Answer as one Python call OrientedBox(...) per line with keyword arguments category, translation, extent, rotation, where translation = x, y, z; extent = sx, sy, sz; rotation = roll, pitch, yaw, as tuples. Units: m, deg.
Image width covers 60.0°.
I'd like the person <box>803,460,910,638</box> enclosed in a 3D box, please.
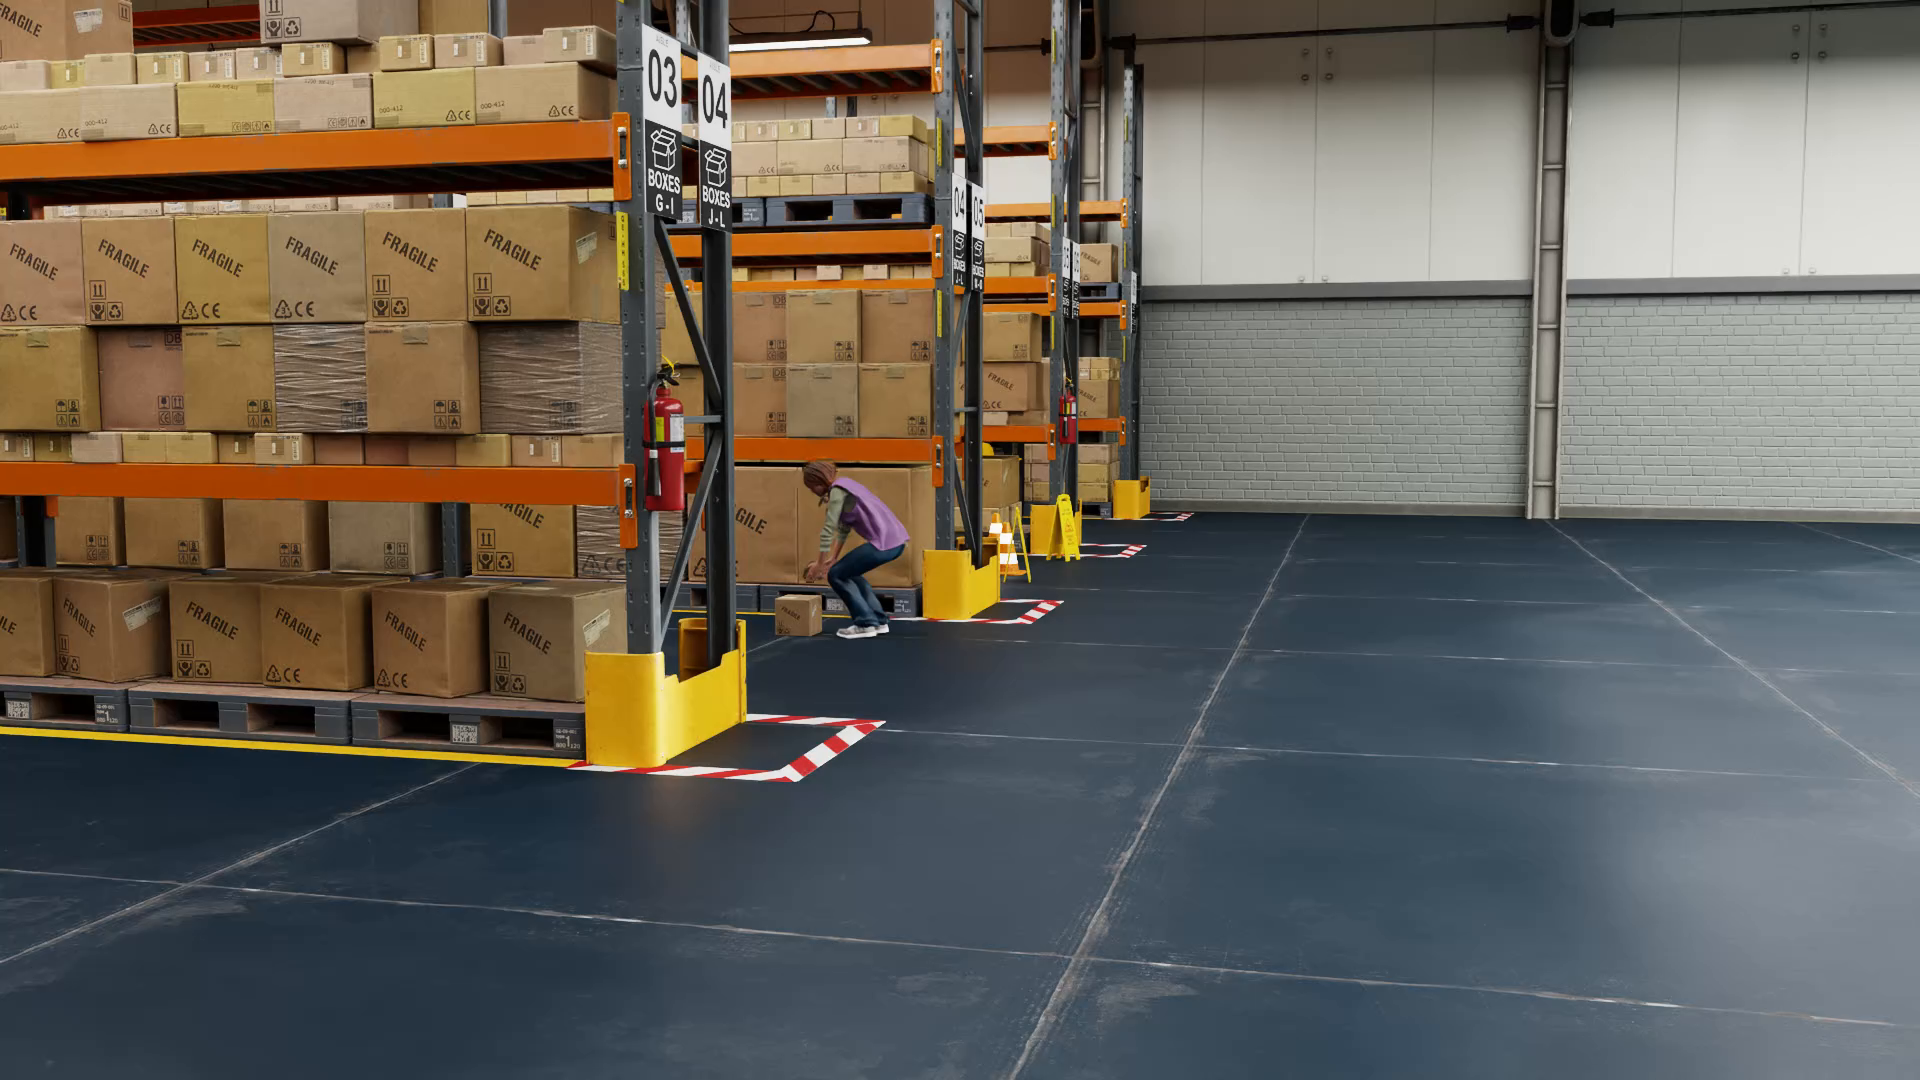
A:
OrientedBox(category="person", translation=(-0.704, 0.069, 11.158), extent=(0.714, 1.171, 0.463), rotation=(1, 5, 14))
